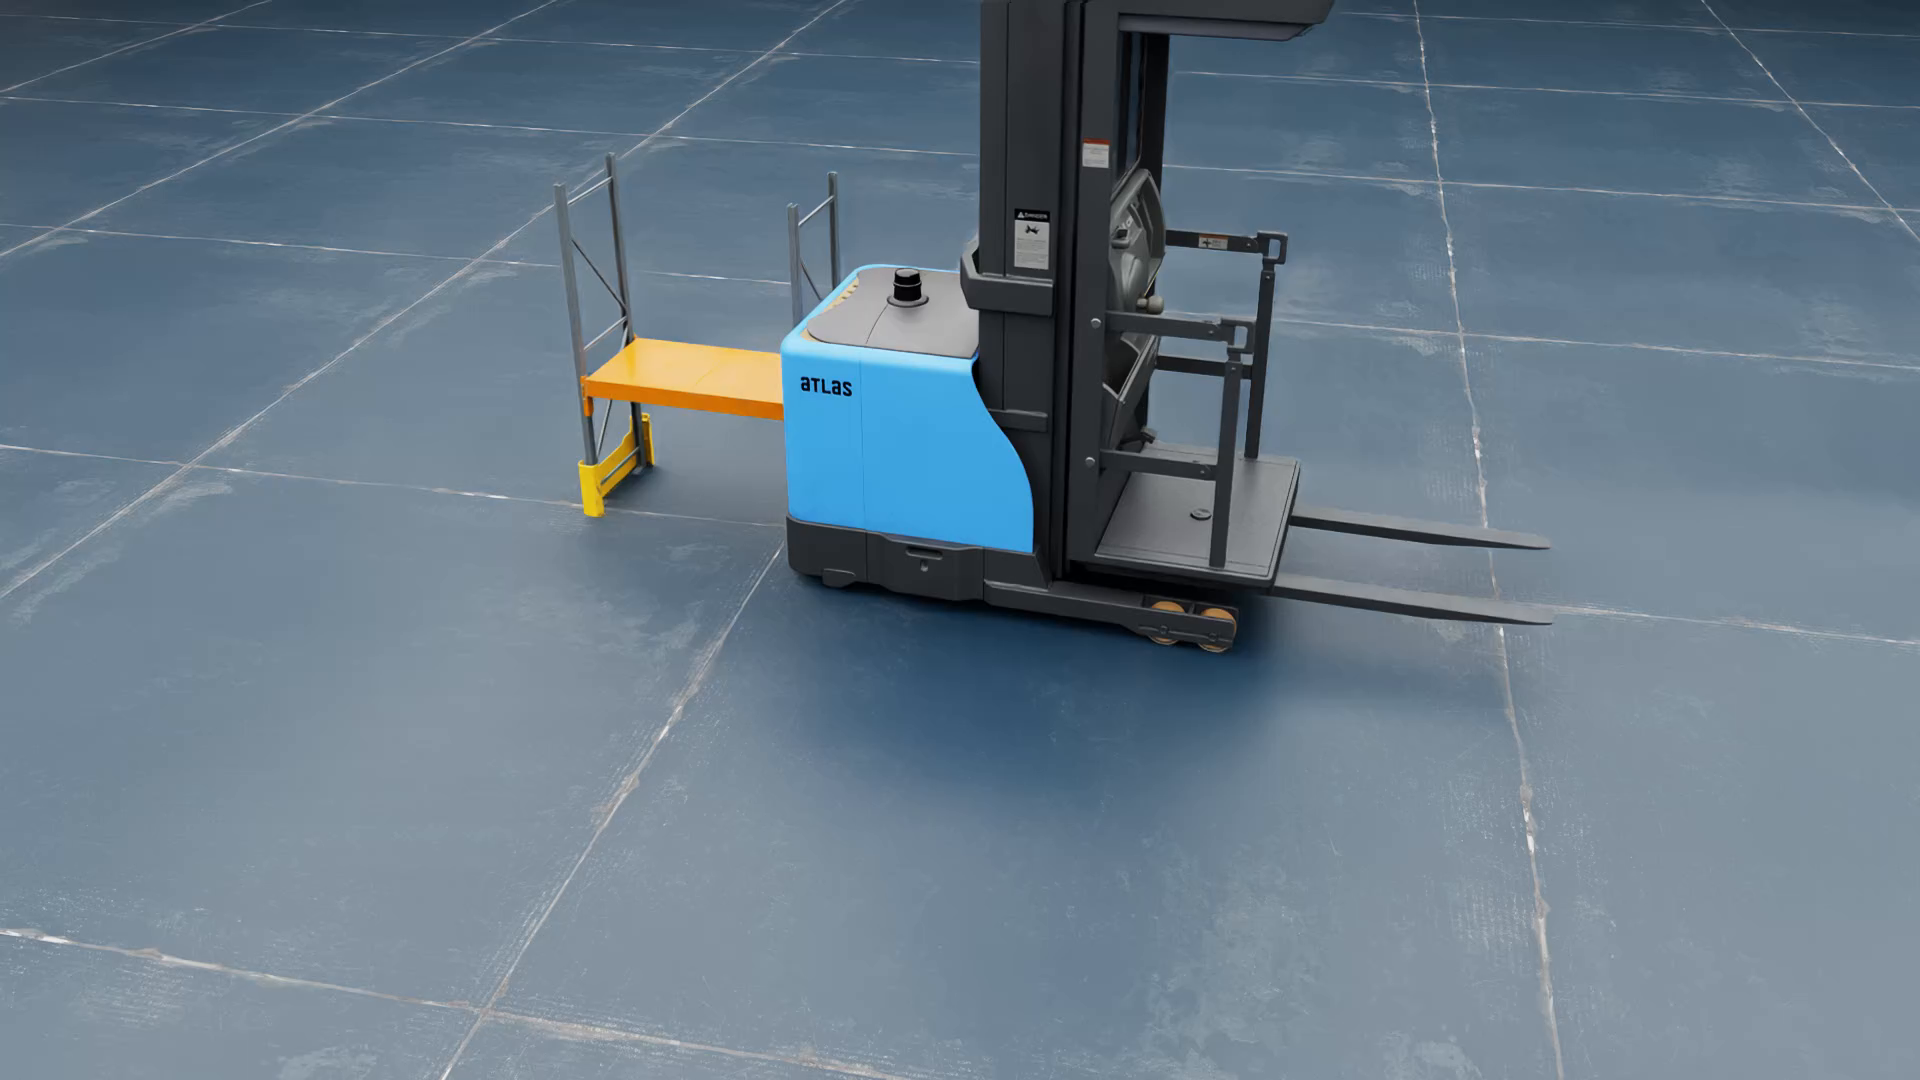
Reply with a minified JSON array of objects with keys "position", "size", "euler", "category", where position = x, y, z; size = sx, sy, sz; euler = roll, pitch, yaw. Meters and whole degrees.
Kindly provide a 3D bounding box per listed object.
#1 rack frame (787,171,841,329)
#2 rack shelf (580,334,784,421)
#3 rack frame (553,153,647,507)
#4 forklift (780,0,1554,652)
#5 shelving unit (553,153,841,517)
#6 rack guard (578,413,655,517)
[{"position":[-0.595,-0.763,7.081],"size":[0.032,1.500,0.500],"euler":[8,30,14],"category":"rack frame"},{"position":[-1.083,-0.673,7.292],"size":[1.000,0.185,0.538],"euler":[8,30,14],"category":"rack shelf"},{"position":[-1.571,-0.899,7.331],"size":[0.032,1.500,0.500],"euler":[8,30,14],"category":"rack frame"},{"position":[0.860,-1.136,6.272],"size":[3.031,2.935,1.130],"euler":[8,30,14],"category":"forklift"},{"position":[-1.091,-0.832,7.208],"size":[1.083,1.500,0.587],"euler":[8,30,14],"category":"shelving unit"},{"position":[-1.570,-0.351,7.631],"size":[0.087,0.250,0.587],"euler":[8,30,14],"category":"rack guard"}]
